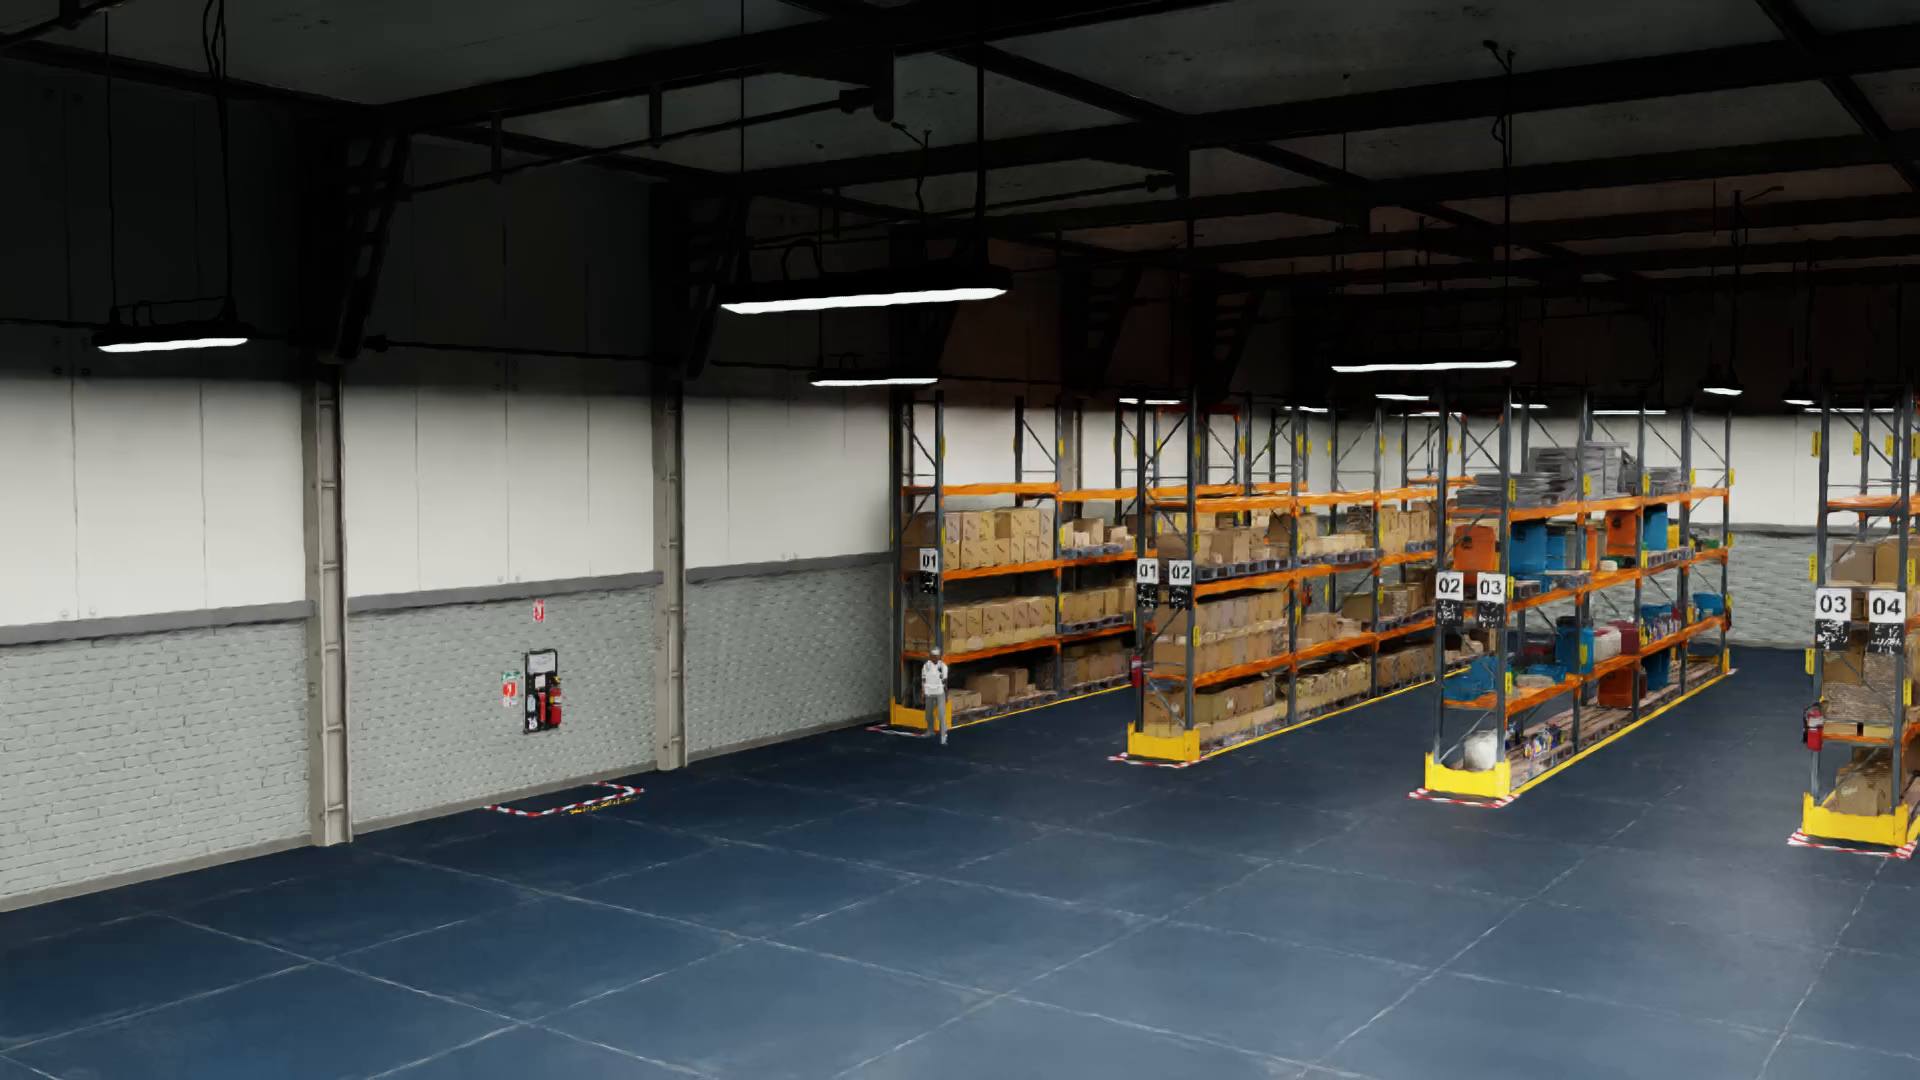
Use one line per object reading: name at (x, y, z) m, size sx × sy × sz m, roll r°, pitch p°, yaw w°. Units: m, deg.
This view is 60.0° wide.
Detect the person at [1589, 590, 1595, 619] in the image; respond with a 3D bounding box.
person at (15.269, 1.916, 40.870) m, size 0.600 × 1.584 × 0.466 m, roll -1°, pitch 3°, yaw -11°

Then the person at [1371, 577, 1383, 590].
person at (10.559, 1.776, 41.865) m, size 0.564 × 1.703 × 1.112 m, roll 2°, pitch 4°, yaw 33°

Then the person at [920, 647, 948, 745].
person at (-0.437, 2.597, 28.039) m, size 0.553 × 1.641 × 0.915 m, roll 0°, pitch 3°, yaw 8°
